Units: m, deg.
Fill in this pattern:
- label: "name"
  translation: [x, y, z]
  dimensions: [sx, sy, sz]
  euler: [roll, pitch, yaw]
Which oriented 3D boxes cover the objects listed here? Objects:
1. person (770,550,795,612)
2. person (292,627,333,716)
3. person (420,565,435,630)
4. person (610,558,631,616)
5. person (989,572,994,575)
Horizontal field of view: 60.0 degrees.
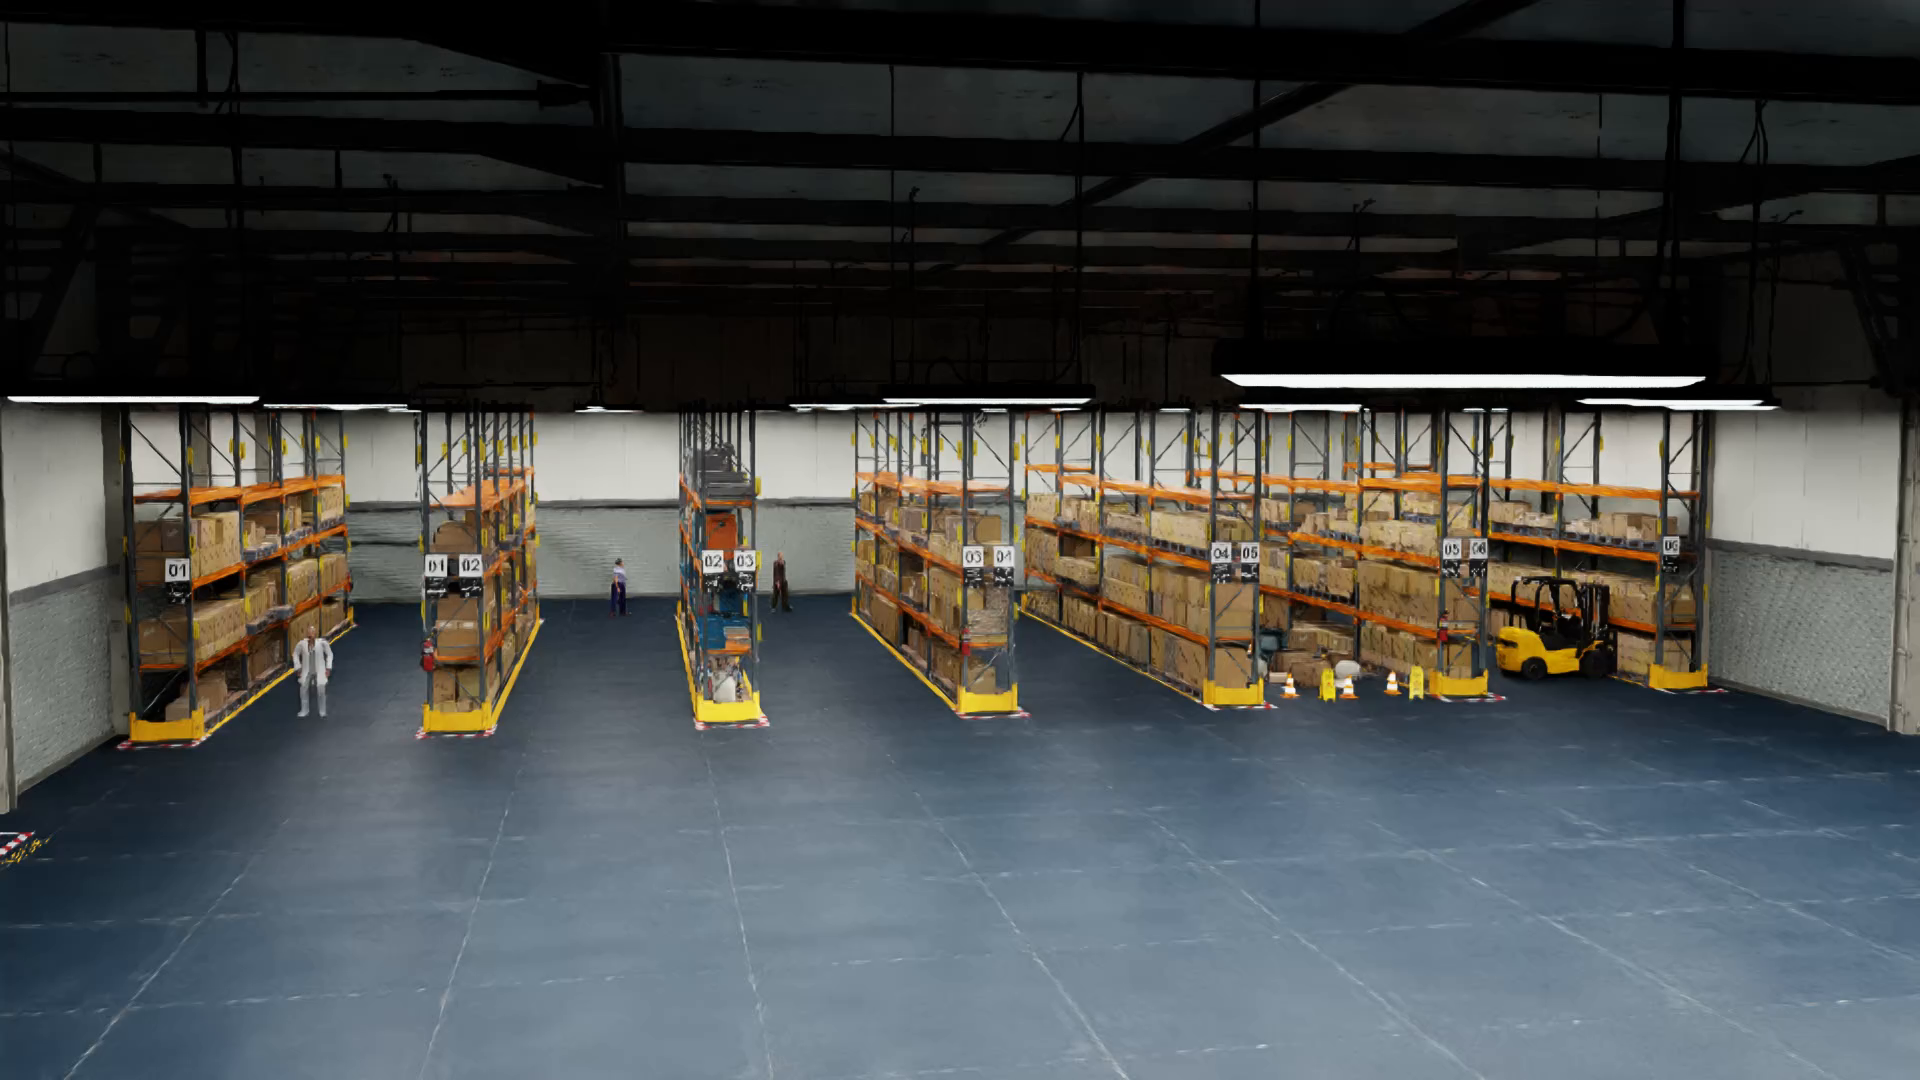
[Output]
- label: "person"
  translation: [-5.199, 1.182, 48.221]
  dimensions: [0.545, 1.776, 0.746]
  euler: [2, 5, 21]
- label: "person"
  translation: [-12.255, 2.486, 31.503]
  dimensions: [0.729, 1.734, 0.546]
  euler: [-1, 4, -12]
- label: "person"
  translation: [-14.105, 1.498, 44.133]
  dimensions: [0.421, 1.762, 0.655]
  euler: [-2, 5, -26]
- label: "person"
  translation: [-9.701, 1.347, 47.255]
  dimensions: [0.484, 1.631, 0.614]
  euler: [1, 4, 13]
- label: "person"
  translation: [0.868, 1.066, 50.187]
  dimensions: [0.552, 1.723, 1.036]
  euler: [0, 4, -2]
